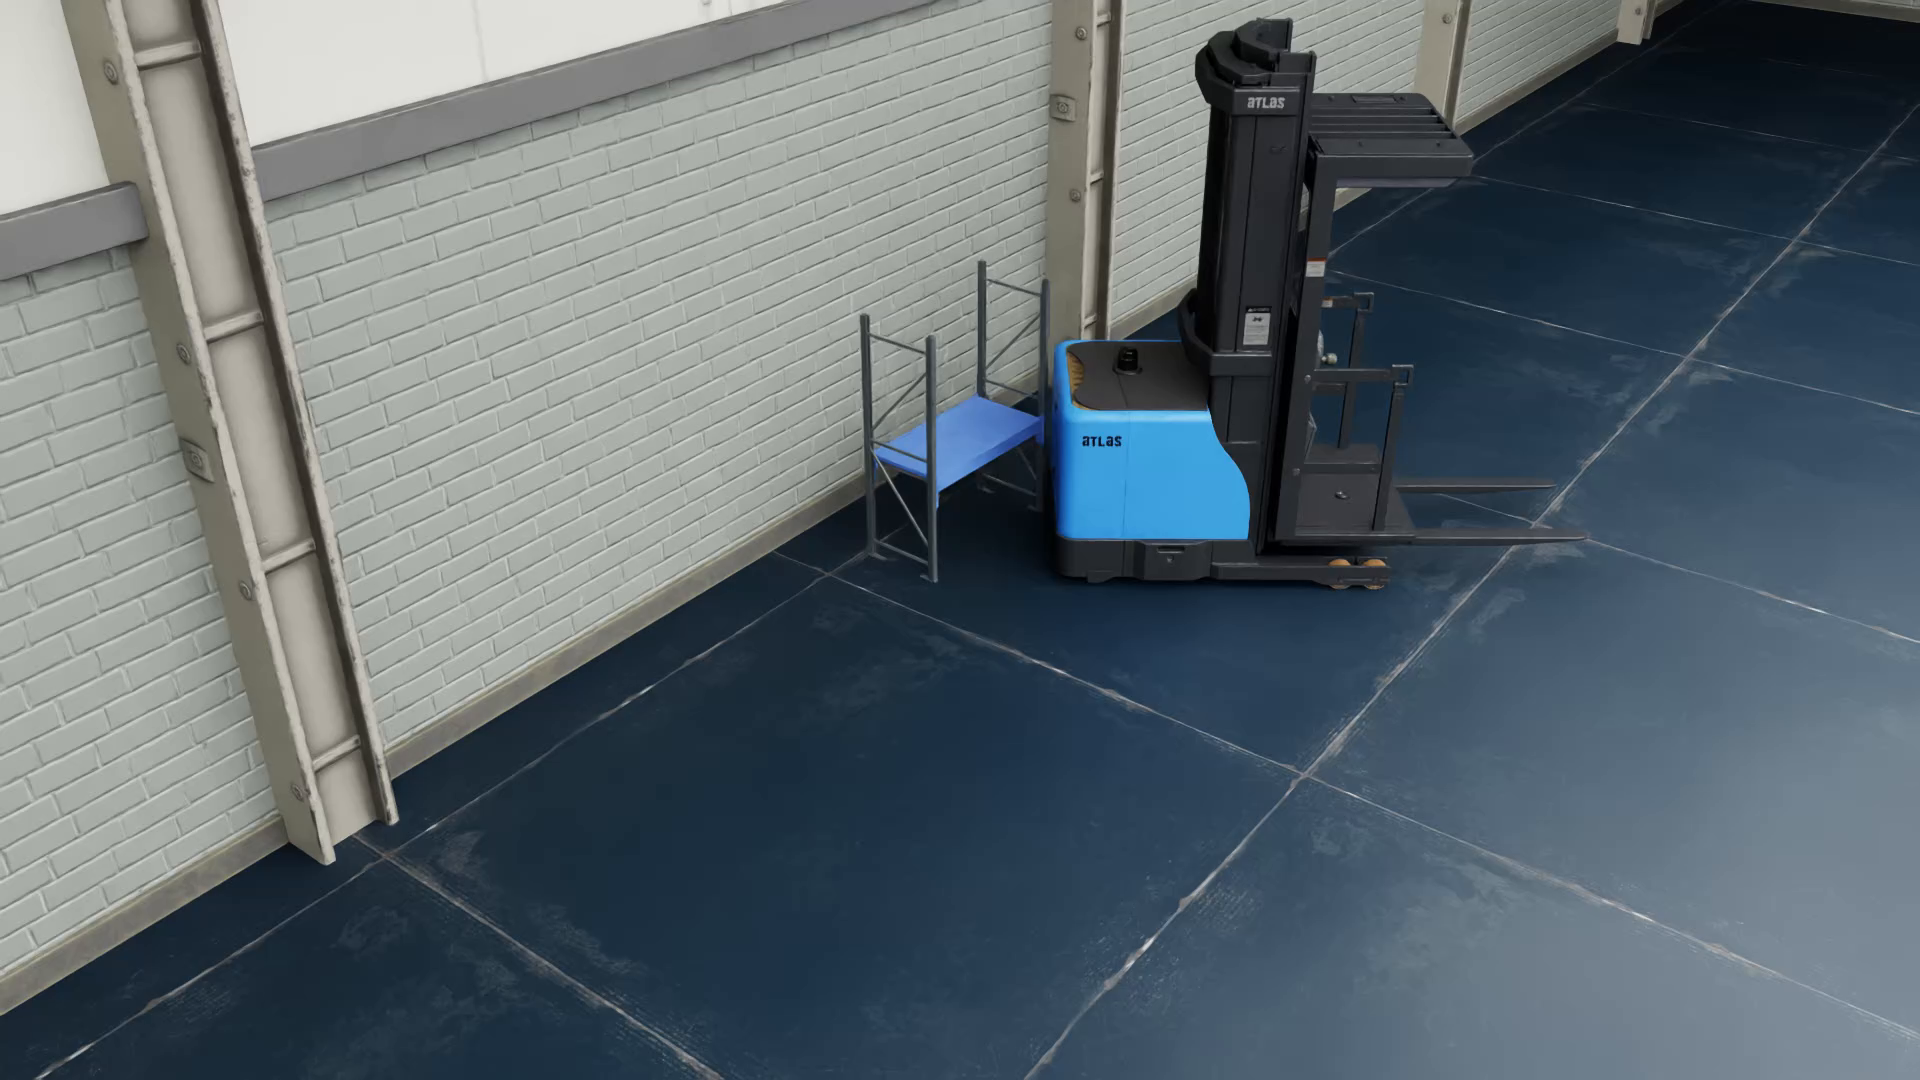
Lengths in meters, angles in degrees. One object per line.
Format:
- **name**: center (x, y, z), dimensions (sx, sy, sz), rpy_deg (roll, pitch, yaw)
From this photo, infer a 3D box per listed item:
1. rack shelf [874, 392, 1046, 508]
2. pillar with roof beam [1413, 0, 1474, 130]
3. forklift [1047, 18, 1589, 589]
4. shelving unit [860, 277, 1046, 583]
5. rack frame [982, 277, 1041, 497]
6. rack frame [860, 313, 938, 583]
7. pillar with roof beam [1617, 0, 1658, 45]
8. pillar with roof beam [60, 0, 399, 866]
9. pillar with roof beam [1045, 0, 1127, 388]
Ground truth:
- **rack shelf**: center (-0.013, -0.533, 9.588), dimensions (0.538, 0.185, 1.000), rpy_deg (22, 37, 33)
- **pillar with roof beam**: center (7.862, -6.106, 11.284), dimensions (9.100, 9.000, 0.400), rpy_deg (21, 37, 31)
- **forklift**: center (2.046, -1.257, 9.053), dimensions (3.031, 2.935, 1.130), rpy_deg (0, 31, 0)
- **shelving unit**: center (-0.016, -0.686, 9.494), dimensions (0.538, 1.500, 1.039), rpy_deg (22, 37, 33)
- **rack frame**: center (0.305, -0.890, 9.838), dimensions (0.475, 1.308, 0.013), rpy_deg (22, 37, 33)
- **rack frame**: center (-0.332, -0.486, 9.156), dimensions (0.500, 1.500, 0.032), rpy_deg (22, 37, 33)
- **pillar with roof beam**: center (11.484, -8.545, 15.399), dimensions (9.100, 9.000, 0.400), rpy_deg (21, 37, 31)
- **pillar with roof beam**: center (0.619, -1.229, 3.054), dimensions (9.100, 9.000, 0.400), rpy_deg (21, 37, 31)
- **pillar with roof beam**: center (4.240, -3.667, 7.169), dimensions (9.100, 9.000, 0.400), rpy_deg (21, 37, 31)
